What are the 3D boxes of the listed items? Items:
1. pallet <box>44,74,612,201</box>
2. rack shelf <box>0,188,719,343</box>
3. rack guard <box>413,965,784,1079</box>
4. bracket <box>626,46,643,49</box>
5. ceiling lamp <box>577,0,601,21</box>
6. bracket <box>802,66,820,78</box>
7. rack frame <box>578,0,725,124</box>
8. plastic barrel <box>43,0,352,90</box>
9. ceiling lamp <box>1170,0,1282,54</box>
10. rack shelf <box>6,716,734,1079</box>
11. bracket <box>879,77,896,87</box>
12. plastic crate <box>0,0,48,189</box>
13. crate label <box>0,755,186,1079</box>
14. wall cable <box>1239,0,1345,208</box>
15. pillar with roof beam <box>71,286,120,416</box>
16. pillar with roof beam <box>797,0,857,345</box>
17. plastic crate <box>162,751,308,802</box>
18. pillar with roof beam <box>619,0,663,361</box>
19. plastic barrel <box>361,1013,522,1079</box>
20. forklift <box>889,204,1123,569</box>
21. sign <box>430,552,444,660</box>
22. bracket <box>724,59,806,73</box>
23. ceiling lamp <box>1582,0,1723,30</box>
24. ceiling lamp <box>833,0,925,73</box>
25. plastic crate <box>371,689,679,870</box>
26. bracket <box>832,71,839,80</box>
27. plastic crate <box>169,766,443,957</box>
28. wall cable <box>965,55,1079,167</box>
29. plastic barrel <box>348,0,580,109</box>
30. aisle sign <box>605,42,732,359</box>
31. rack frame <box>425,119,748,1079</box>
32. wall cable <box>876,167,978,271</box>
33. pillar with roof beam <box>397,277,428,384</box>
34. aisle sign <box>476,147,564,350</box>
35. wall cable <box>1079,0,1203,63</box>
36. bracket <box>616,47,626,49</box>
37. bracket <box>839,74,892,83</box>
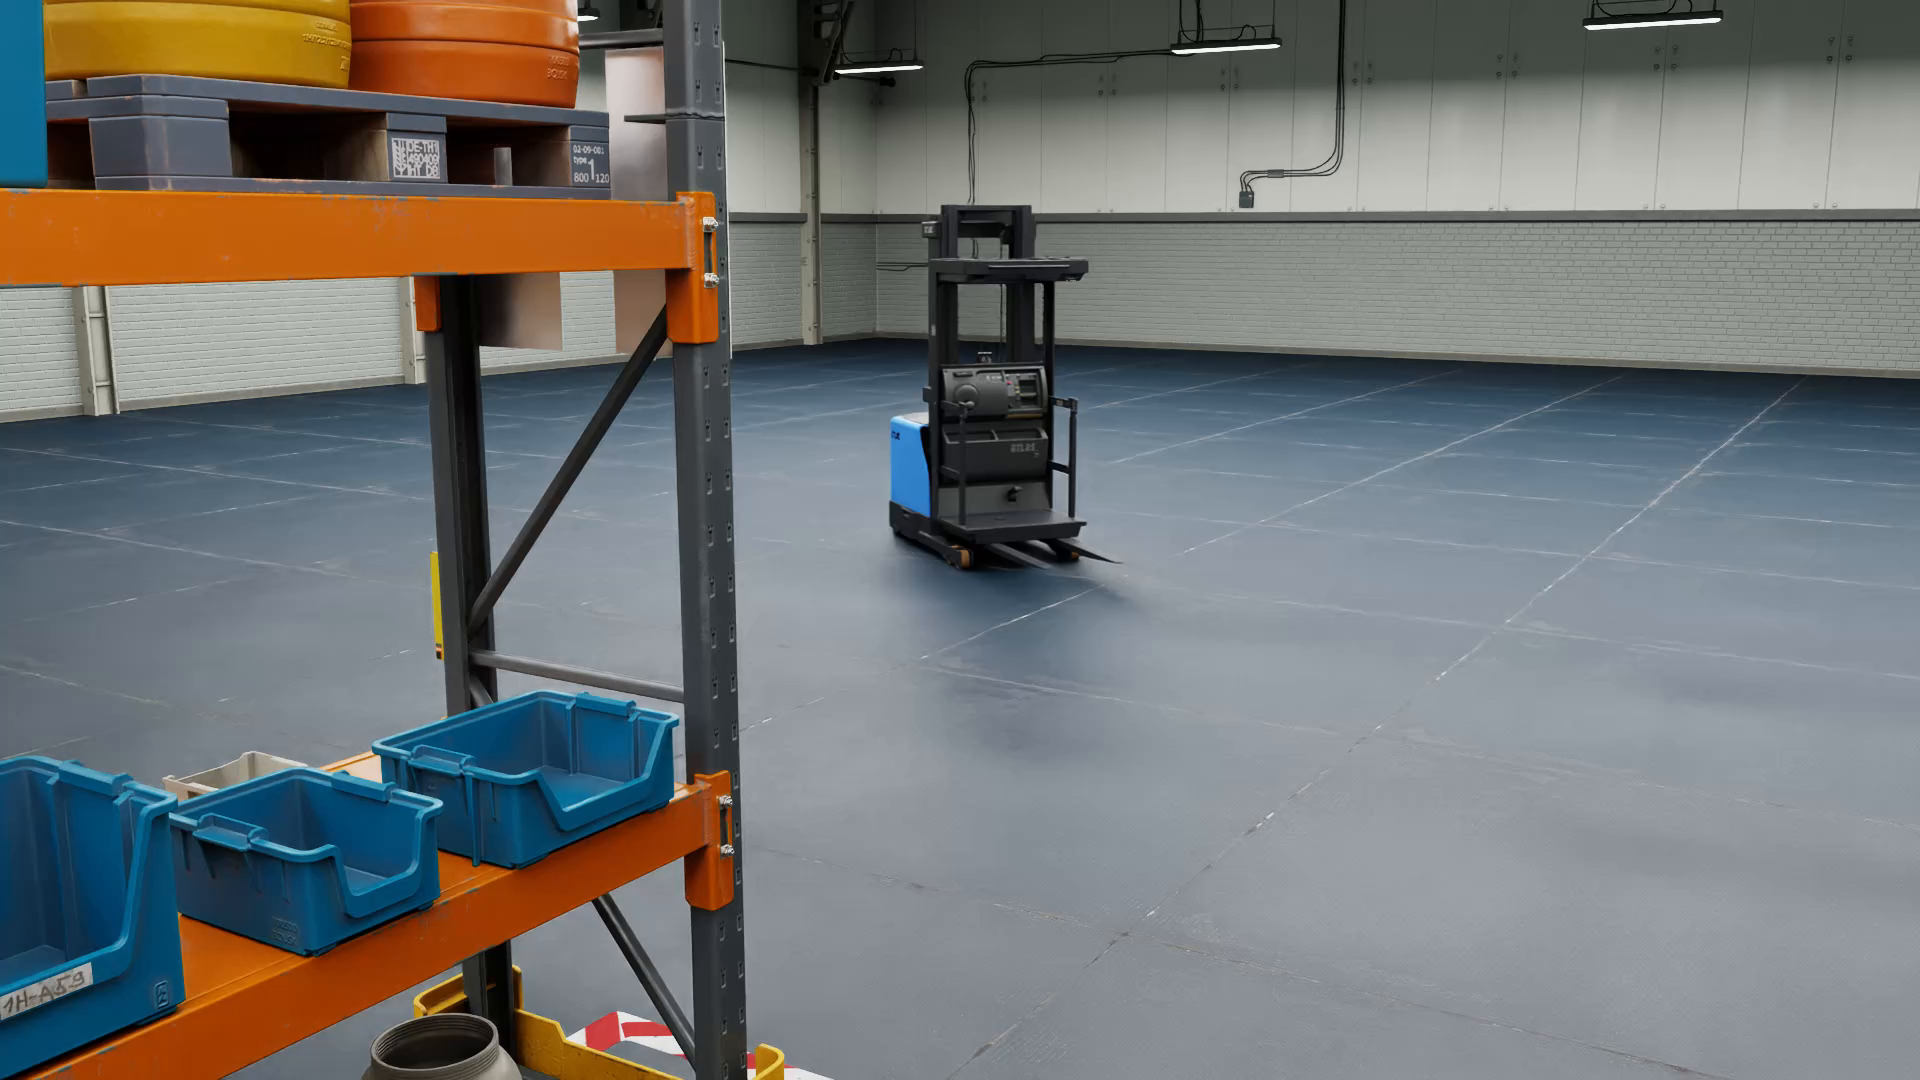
[{"bbox_3d":[-1.562,-0.872,3.739,1.003,0.211,1.213,6,12,31],"label":"pallet"},{"bbox_3d":[-2.087,-0.418,2.753,1.077,0.370,4.000,6,12,31],"label":"rack shelf"},{"bbox_3d":[-1.048,1.633,4.785,1.175,0.500,0.348,6,12,31],"label":"rack guard"},{"bbox_3d":[-6.579,-9.875,33.381,0.235,0.232,0.430,6,12,31],"label":"bracket"},{"bbox_3d":[-6.229,-9.524,25.422,2.000,3.185,0.800,6,12,31],"label":"ceiling lamp"},{"bbox_3d":[-3.464,-10.819,38.421,0.235,0.232,0.430,6,12,31],"label":"bracket"},{"bbox_3d":[-1.048,-2.560,4.091,1.000,3.000,0.127,6,12,31],"label":"rack frame"},{"bbox_3d":[-1.532,-1.194,3.288,0.600,0.588,0.600,0,11,0],"label":"plastic barrel"},{"bbox_3d":[4.817,-10.250,29.304,2.000,3.185,0.800,6,12,31],"label":"ceiling lamp"},{"bbox_3d":[-2.087,1.057,3.029,1.077,0.370,4.000,6,12,31],"label":"rack shelf"},{"bbox_3d":[-1.803,-11.322,41.110,0.235,0.232,0.430,6,12,31],"label":"bracket"},{"bbox_3d":[-1.781,-0.749,2.612,0.392,0.384,0.575,6,12,31],"label":"plastic crate"},{"bbox_3d":[-1.773,0.686,2.955,0.502,0.435,0.616,6,12,31],"label":"crate label"},{"bbox_3d":[7.213,-10.248,35.912,2.305,6.003,0.169,6,12,31],"label":"wall cable"},{"bbox_3d":[-9.218,-5.907,21.964,9.100,9.000,0.400,6,12,31],"label":"pillar with roof beam"},{"bbox_3d":[0.127,-8.737,37.085,9.100,9.000,0.548,6,12,31],"label":"pillar with roof beam"},{"bbox_3d":[-1.788,0.628,4.079,0.298,0.136,0.250,6,12,31],"label":"plastic crate"},{"bbox_3d":[-2.988,-7.794,32.045,9.100,9.000,0.548,6,12,31],"label":"pillar with roof beam"},{"bbox_3d":[-1.325,1.516,4.241,0.421,0.512,0.421,0,11,0],"label":"plastic barrel"},{"bbox_3d":[0.377,-1.289,13.789,1.130,2.935,3.031,-4,11,-22],"label":"forklift"},{"bbox_3d":[-1.516,0.199,4.902,0.100,0.325,0.005,6,12,31],"label":"sign"},{"bbox_3d":[-4.802,-10.414,36.257,0.076,0.066,4.783,6,12,31],"label":"bracket"},{"bbox_3d":[10.851,-9.576,25.701,2.000,3.185,0.800,6,12,31],"label":"ceiling lamp"},{"bbox_3d":[-1.499,-10.956,33.075,2.000,3.185,0.800,6,12,31],"label":"ceiling lamp"},{"bbox_3d":[-1.053,0.569,4.083,0.499,0.251,0.616,6,12,31],"label":"plastic crate"},{"bbox_3d":[-3.033,-10.949,39.119,0.235,0.232,0.430,6,12,31],"label":"bracket"},{"bbox_3d":[-1.395,0.670,3.541,0.499,0.251,0.408,6,12,31],"label":"plastic crate"},{"bbox_3d":[1.420,-10.183,39.523,3.097,2.526,0.112,6,12,31],"label":"wall cable"},{"bbox_3d":[-1.192,-1.415,3.815,0.600,0.830,0.708,6,12,31],"label":"plastic barrel"},{"bbox_3d":[-0.757,-0.872,4.312,0.394,0.787,0.004,6,12,31],"label":"aisle sign"},{"bbox_3d":[-1.048,0.388,4.643,1.000,3.000,0.127,6,12,31],"label":"rack frame"},{"bbox_3d":[-0.892,-7.959,41.368,3.097,2.526,0.112,6,12,31],"label":"wall cable"},{"bbox_3d":[-6.103,-6.850,27.005,9.100,9.000,0.548,6,12,31],"label":"pillar with roof beam"},{"bbox_3d":[-1.261,-0.929,4.613,0.394,0.787,0.004,6,12,31],"label":"aisle sign"},{"bbox_3d":[4.065,-12.123,37.525,3.097,2.526,0.112,6,12,31],"label":"wall cable"},{"bbox_3d":[-7.917,-9.470,31.217,0.076,0.066,4.783,6,12,31],"label":"bracket"},{"bbox_3d":[-2.109,-11.229,40.613,0.076,0.066,3.189,6,12,31],"label":"bracket"}]
